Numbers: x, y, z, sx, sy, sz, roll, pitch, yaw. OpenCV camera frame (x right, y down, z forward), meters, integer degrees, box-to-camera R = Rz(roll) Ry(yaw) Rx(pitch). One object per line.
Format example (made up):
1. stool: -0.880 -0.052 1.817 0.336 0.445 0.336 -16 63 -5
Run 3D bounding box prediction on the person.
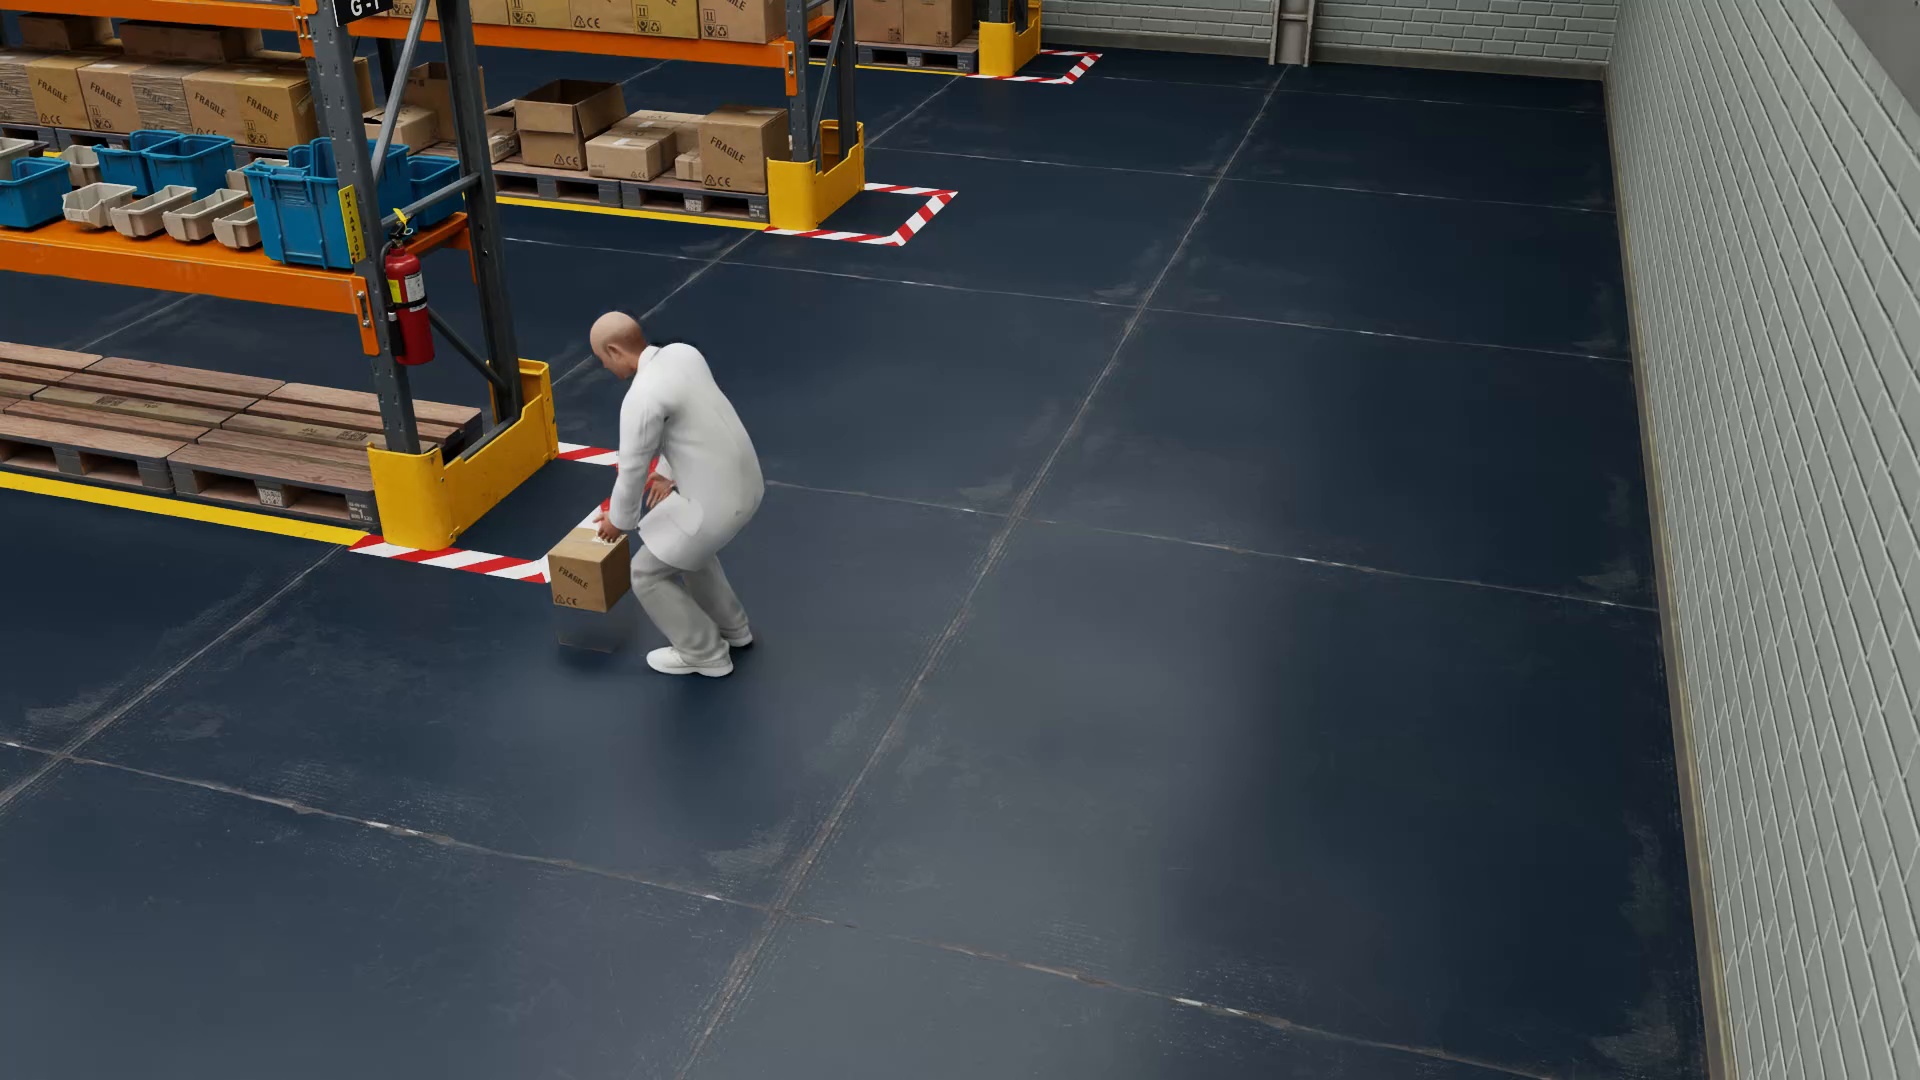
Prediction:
1. person: -1.124 -0.169 6.716 0.636 1.526 0.626 9 30 15
